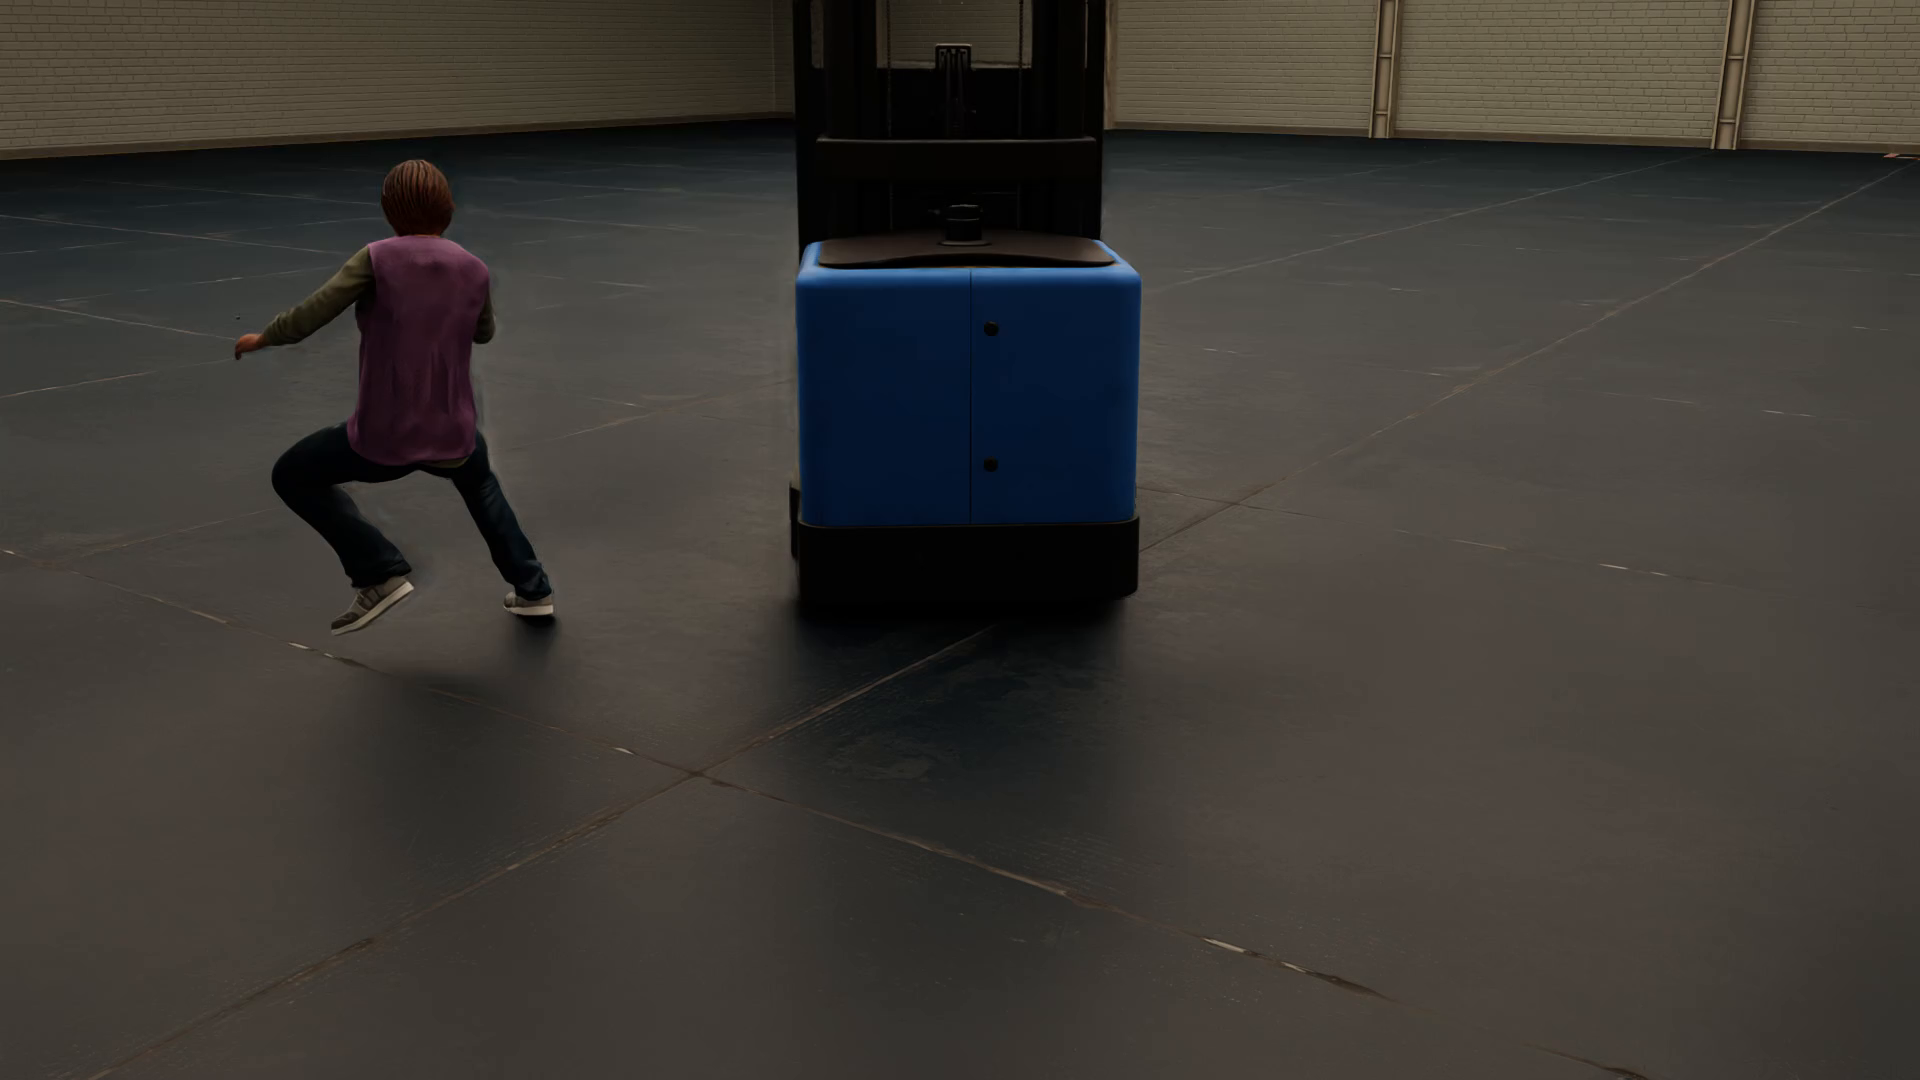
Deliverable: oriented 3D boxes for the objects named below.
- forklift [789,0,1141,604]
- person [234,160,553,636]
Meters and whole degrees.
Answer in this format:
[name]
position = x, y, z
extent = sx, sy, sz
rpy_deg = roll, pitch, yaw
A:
[forklift]
position = -0.052, -1.581, 6.121
extent = 1.130, 2.935, 3.031
rpy_deg = -1, 17, -3
[person]
position = -1.624, -0.378, 4.813
extent = 0.795, 1.420, 0.694
rpy_deg = -12, 21, -35
